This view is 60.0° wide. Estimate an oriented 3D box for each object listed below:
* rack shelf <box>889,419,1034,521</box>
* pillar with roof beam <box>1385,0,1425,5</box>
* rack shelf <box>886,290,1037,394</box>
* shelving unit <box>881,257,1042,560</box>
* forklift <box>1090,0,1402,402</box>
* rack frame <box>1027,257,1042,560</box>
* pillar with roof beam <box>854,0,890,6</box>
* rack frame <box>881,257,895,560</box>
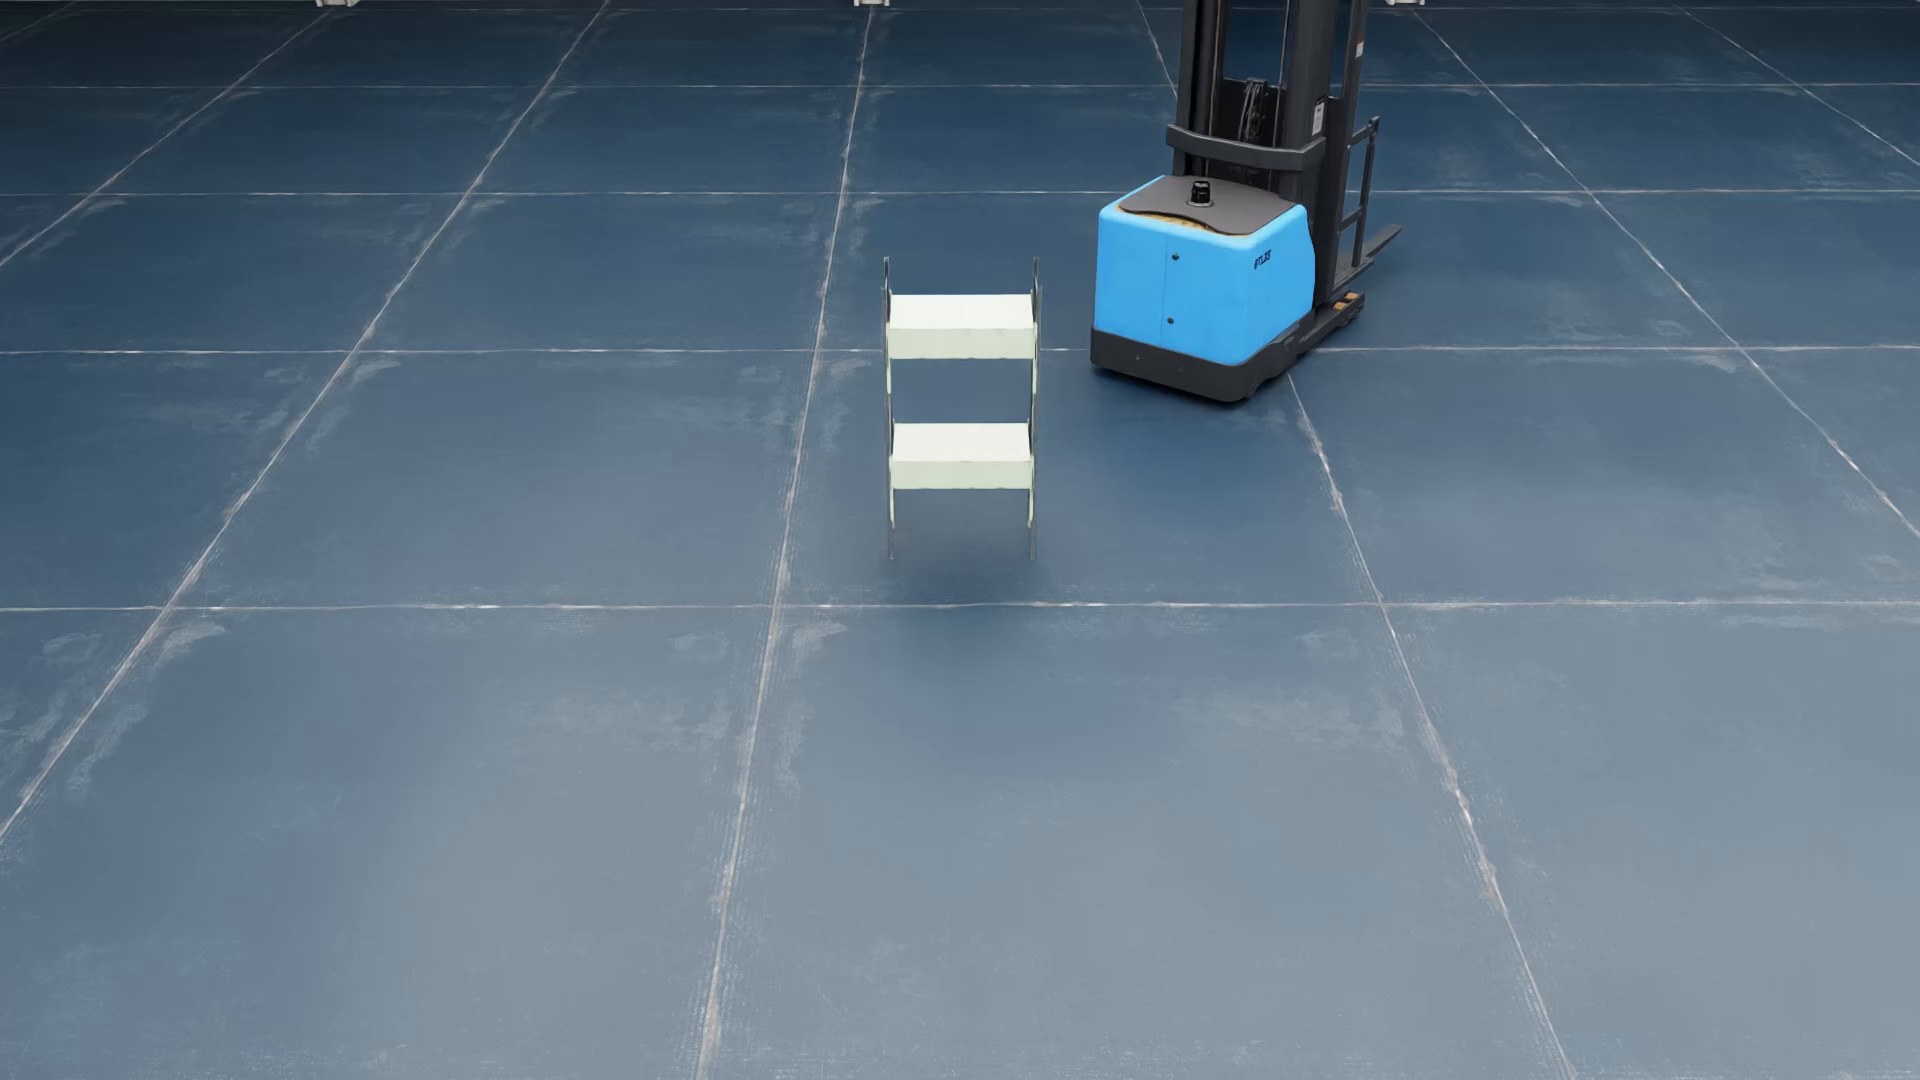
[{"bbox_3d":[0.007,-0.363,8.530,0.720,0.370,0.431,0,31,0],"label":"rack shelf"},{"bbox_3d":[5.036,-7.695,12.757,0.400,9.000,9.100,0,31,0],"label":"pillar with roof beam"},{"bbox_3d":[0.007,-0.975,8.159,0.720,0.370,0.431,0,31,0],"label":"rack shelf"},{"bbox_3d":[0.007,-0.641,8.361,0.755,1.500,0.431,0,31,0],"label":"shelving unit"},{"bbox_3d":[2.073,-2.799,10.538,1.130,2.935,3.031,20,36,29],"label":"forklift"},{"bbox_3d":[0.373,-0.642,8.363,0.023,1.500,0.400,0,31,0],"label":"rack frame"},{"bbox_3d":[-0.964,-7.676,12.726,0.400,9.000,9.100,0,31,0],"label":"pillar with roof beam"},{"bbox_3d":[-0.359,-0.640,8.359,0.023,1.500,0.400,0,31,0],"label":"rack frame"}]
